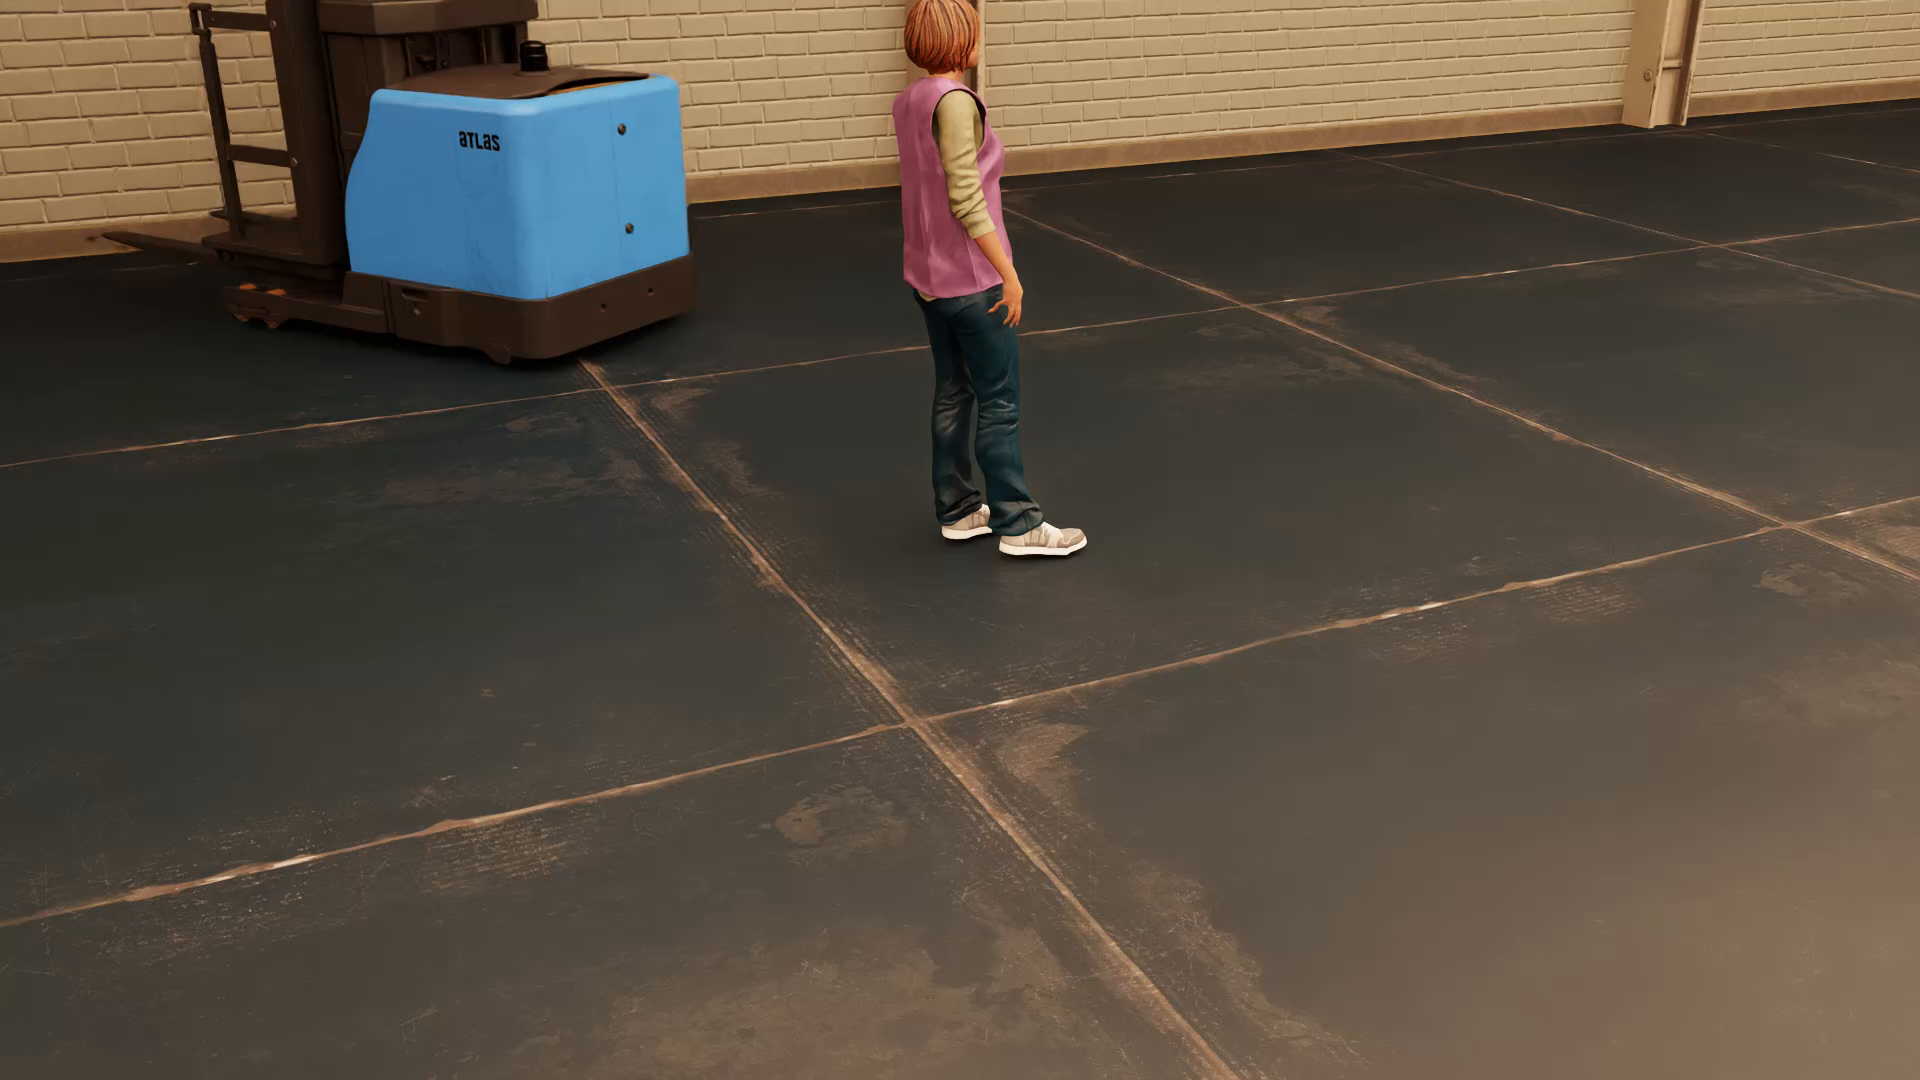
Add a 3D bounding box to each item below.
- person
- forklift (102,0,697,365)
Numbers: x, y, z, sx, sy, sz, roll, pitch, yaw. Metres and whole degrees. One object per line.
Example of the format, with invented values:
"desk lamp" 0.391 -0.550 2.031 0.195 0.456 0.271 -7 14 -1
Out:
"person" 0.073 -0.751 4.814 0.476 1.597 0.520 -10 25 -23
"forklift" -2.712 -2.460 7.207 3.031 2.935 1.130 12 26 27
